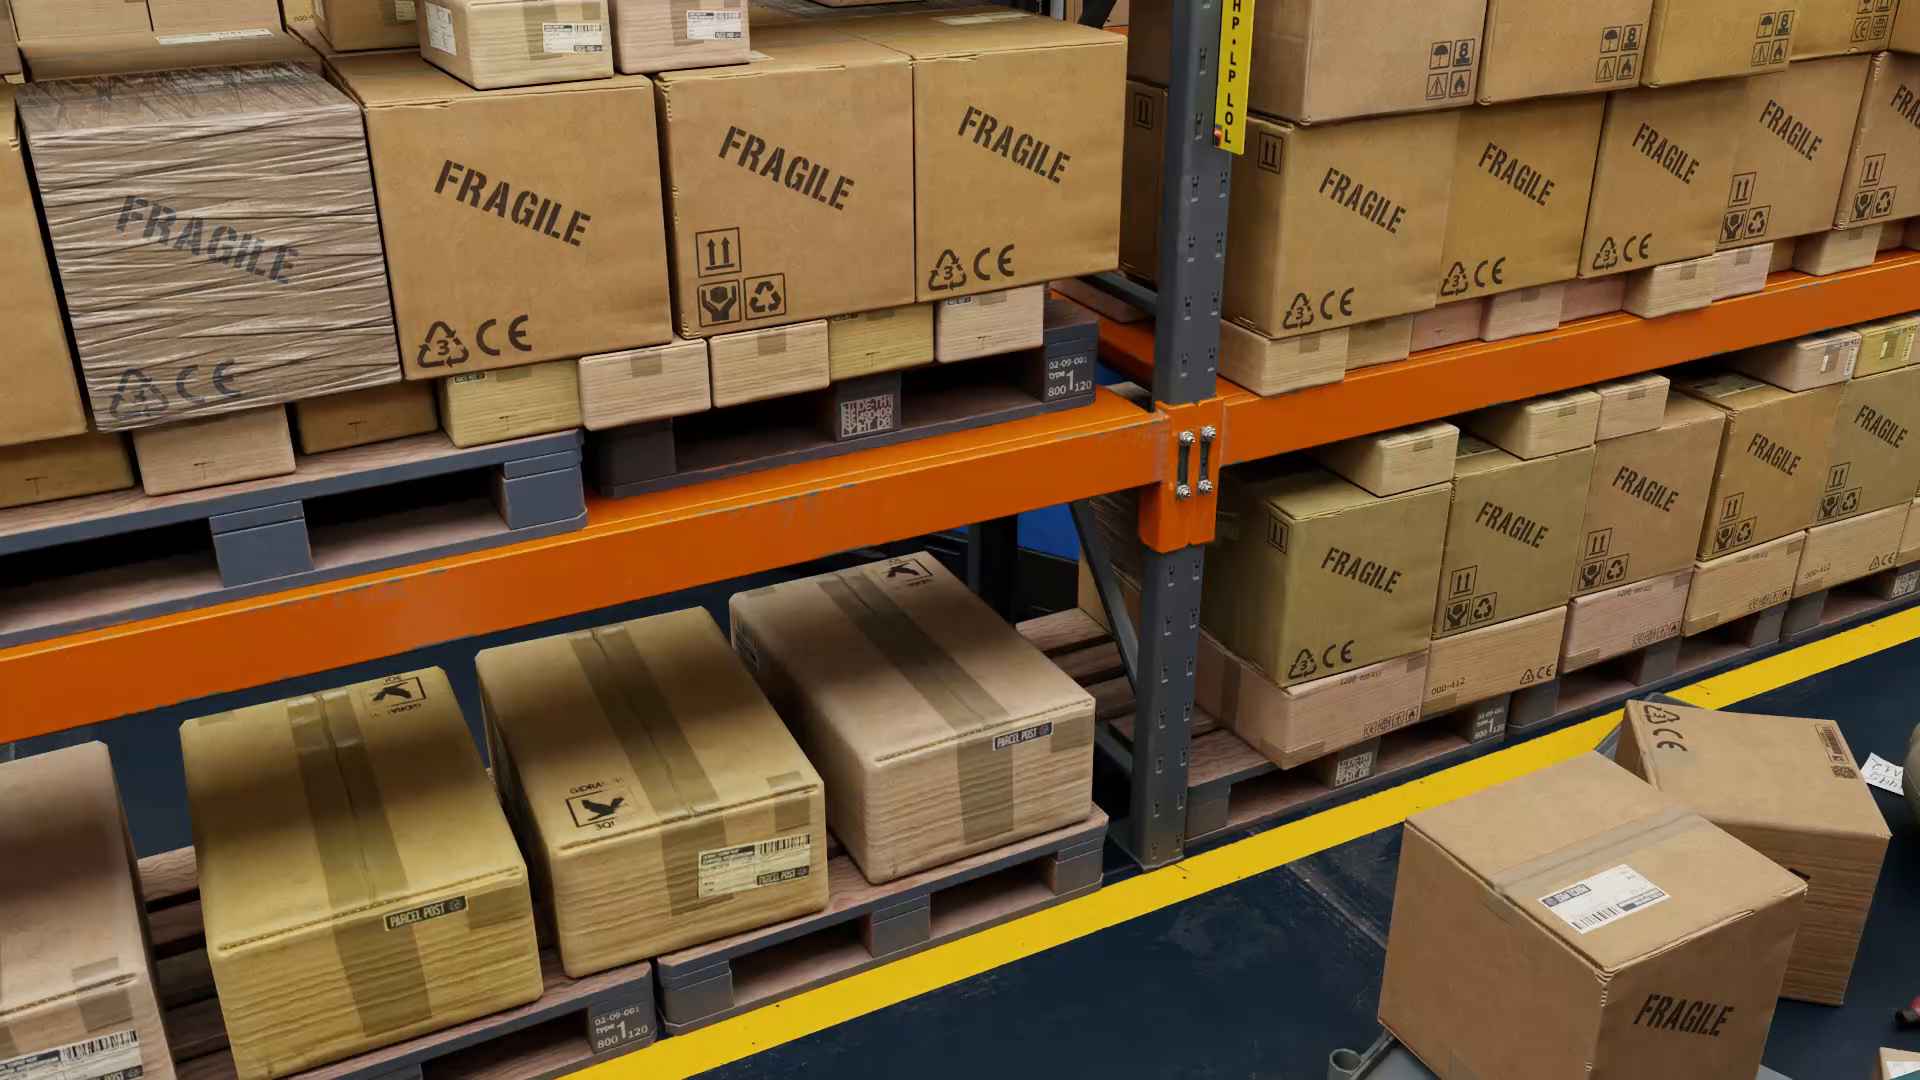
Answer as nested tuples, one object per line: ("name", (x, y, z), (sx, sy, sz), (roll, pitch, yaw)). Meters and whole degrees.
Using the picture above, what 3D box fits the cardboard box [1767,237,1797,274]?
("cardboard box", (2.252, -0.910, 4.969), (0.250, 0.149, 0.380), (-13, 29, -25))

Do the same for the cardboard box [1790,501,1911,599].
("cardboard box", (2.792, -0.065, 5.610), (0.500, 0.250, 0.500), (-13, 29, -25))

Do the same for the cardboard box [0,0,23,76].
("cardboard box", (-1.909, -0.957, 3.084), (0.250, 0.149, 0.380), (-14, 29, -28))

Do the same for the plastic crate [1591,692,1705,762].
("plastic crate", (2.081, 0.640, 4.825), (0.402, 0.080, 0.583), (21, 33, 37))

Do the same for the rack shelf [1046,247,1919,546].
("rack shelf", (2.075, -0.753, 5.184), (4.000, 0.370, 1.077), (-13, 29, -25))

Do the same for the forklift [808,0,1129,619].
("forklift", (-0.545, -1.456, 5.897), (3.031, 2.935, 1.130), (14, 29, 27))

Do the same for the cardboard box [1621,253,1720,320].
("cardboard box", (1.872, -0.755, 4.648), (0.250, 0.149, 0.380), (-13, 28, -25))

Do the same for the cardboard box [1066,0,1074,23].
("cardboard box", (0.276, -3.017, 8.954), (0.500, 0.500, 0.500), (-14, 29, -26))

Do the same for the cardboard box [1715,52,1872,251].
("cardboard box", (2.147, -1.151, 4.723), (0.500, 0.500, 0.500), (-13, 28, -24))

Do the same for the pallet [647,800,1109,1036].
("pallet", (-0.376, 0.746, 4.452), (1.213, 0.211, 1.003), (-13, 29, -25))

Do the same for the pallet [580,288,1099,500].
("pallet", (-0.433, -0.483, 4.013), (1.213, 0.211, 1.003), (-13, 29, -25))

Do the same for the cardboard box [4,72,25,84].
("cardboard box", (-4.155, -1.888, 6.889), (0.500, 0.250, 0.500), (-14, 29, -27))

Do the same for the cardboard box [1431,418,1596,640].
("cardboard box", (1.424, -0.088, 4.794), (0.500, 0.500, 0.500), (-12, 28, -23))

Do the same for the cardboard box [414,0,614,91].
("cardboard box", (-0.824, -0.940, 3.049), (0.250, 0.149, 0.380), (-14, 29, -27))

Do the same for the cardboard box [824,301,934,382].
("cardboard box", (-0.255, -0.489, 3.607), (0.250, 0.149, 0.380), (-14, 29, -27))

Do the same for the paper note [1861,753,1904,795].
("paper note", (2.688, 0.676, 4.806), (0.142, 0.019, 0.148), (21, 33, 37))

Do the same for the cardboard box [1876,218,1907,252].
("cardboard box", (2.697, -1.013, 5.185), (0.250, 0.149, 0.380), (-13, 28, -24))

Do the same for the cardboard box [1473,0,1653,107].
("cardboard box", (1.261, -1.402, 4.091), (0.500, 0.500, 0.700), (-13, 28, -25))

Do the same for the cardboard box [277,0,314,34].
("cardboard box", (-2.793, -2.417, 7.415), (0.500, 0.250, 0.500), (-14, 29, -26))

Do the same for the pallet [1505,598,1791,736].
("pallet", (1.964, 0.187, 5.617), (1.213, 0.211, 1.003), (-13, 29, -25))

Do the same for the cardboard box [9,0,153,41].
("cardboard box", (-3.701, -2.220, 7.004), (0.500, 0.250, 0.500), (-13, 28, -24))

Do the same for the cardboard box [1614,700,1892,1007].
("cardboard box", (1.896, 0.757, 4.092), (0.500, 0.500, 0.500), (5, 26, 11))

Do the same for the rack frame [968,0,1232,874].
("rack frame", (0.310, -0.670, 4.180), (0.127, 3.000, 1.000), (-13, 29, -25))

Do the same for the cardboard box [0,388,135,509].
("cardboard box", (-1.658, -0.209, 3.024), (0.250, 0.149, 0.380), (-12, 28, -23))

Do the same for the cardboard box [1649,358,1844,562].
("cardboard box", (2.348, -0.302, 5.239), (0.500, 0.500, 0.500), (-14, 29, -26))

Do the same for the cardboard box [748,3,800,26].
("cardboard box", (-0.680, -0.950, 3.819), (0.500, 0.500, 0.500), (-13, 29, -25))

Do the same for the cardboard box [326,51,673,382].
("cardboard box", (-0.885, -0.652, 3.199), (0.500, 0.500, 0.500), (-12, 28, -23))

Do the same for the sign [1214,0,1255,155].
("sign", (0.574, -0.981, 3.489), (0.005, 0.325, 0.100), (-13, 29, -25))

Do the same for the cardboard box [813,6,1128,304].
("cardboard box", (0.010, -0.857, 3.624), (0.500, 0.500, 0.500), (-14, 29, -26))

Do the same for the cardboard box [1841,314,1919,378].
("cardboard box", (2.740, -0.652, 5.217), (0.250, 0.149, 0.380), (-12, 28, -24))

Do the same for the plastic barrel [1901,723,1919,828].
("plastic barrel", (2.729, 0.676, 4.354), (0.421, 0.421, 0.512), (5, 26, 11))

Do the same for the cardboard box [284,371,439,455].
("cardboard box", (-1.202, -0.319, 3.254), (0.250, 0.149, 0.380), (-14, 29, -27))

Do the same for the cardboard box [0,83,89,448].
("cardboard box", (-1.792, -0.447, 2.770), (0.500, 0.500, 0.500), (-12, 28, -24))

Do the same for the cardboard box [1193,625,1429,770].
("cardboard box", (0.958, 0.363, 4.719), (0.500, 0.250, 0.500), (-14, 29, -27))

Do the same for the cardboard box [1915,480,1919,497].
("cardboard box", (3.255, -0.510, 5.671), (0.500, 0.500, 0.500), (-13, 28, -25))

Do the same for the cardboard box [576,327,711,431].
("cardboard box", (-0.689, -0.369, 3.359), (0.250, 0.149, 0.380), (-13, 28, -25))

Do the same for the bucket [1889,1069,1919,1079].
("bucket", (1.764, 1.082, 2.556), (0.620, 0.611, 0.726), (-13, 27, -3))

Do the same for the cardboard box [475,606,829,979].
("cardboard box", (-0.784, 0.581, 4.125), (0.625, 0.372, 0.950), (-11, 28, -22))

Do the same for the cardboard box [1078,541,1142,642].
("cardboard box", (0.705, 0.157, 5.149), (0.500, 0.250, 0.500), (-12, 28, -23))

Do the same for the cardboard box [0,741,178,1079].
("cardboard box", (-2.069, 0.875, 3.512), (0.625, 0.372, 0.950), (-14, 29, -26))

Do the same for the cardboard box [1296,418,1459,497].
("cardboard box", (1.096, -0.270, 4.422), (0.250, 0.149, 0.380), (-13, 28, -24))

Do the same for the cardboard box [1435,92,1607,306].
("cardboard box", (1.261, -0.943, 4.290), (0.500, 0.500, 0.500), (-13, 29, -25))

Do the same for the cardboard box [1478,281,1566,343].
("cardboard box", (1.392, -0.672, 4.475), (0.250, 0.149, 0.380), (-12, 28, -24))

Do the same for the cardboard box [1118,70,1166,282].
("cardboard box", (0.585, -1.035, 4.480), (0.500, 0.500, 0.500), (-14, 29, -26))

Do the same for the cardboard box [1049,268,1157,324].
("cardboard box", (0.450, -0.739, 4.613), (0.250, 0.149, 0.380), (-13, 29, -26))

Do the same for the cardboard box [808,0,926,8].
("cardboard box", (-0.272, -1.370, 3.944), (0.250, 0.149, 0.380), (-13, 29, -25))

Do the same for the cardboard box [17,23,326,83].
("cardboard box", (-1.571, -0.746, 3.394), (0.500, 0.500, 0.500), (-14, 29, -27))

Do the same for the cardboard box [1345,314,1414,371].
("cardboard box", (0.937, -0.570, 4.261), (0.250, 0.149, 0.380), (-12, 28, -24))

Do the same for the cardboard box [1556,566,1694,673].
("cardboard box", (1.890, 0.141, 5.182), (0.500, 0.250, 0.500), (-13, 29, -26))

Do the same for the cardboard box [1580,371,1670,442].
("cardboard box", (1.785, -0.431, 4.758), (0.250, 0.149, 0.380), (-11, 28, -22))

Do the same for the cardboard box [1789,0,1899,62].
("cardboard box", (2.134, -1.635, 4.576), (0.500, 0.500, 0.700), (-13, 29, -25))
